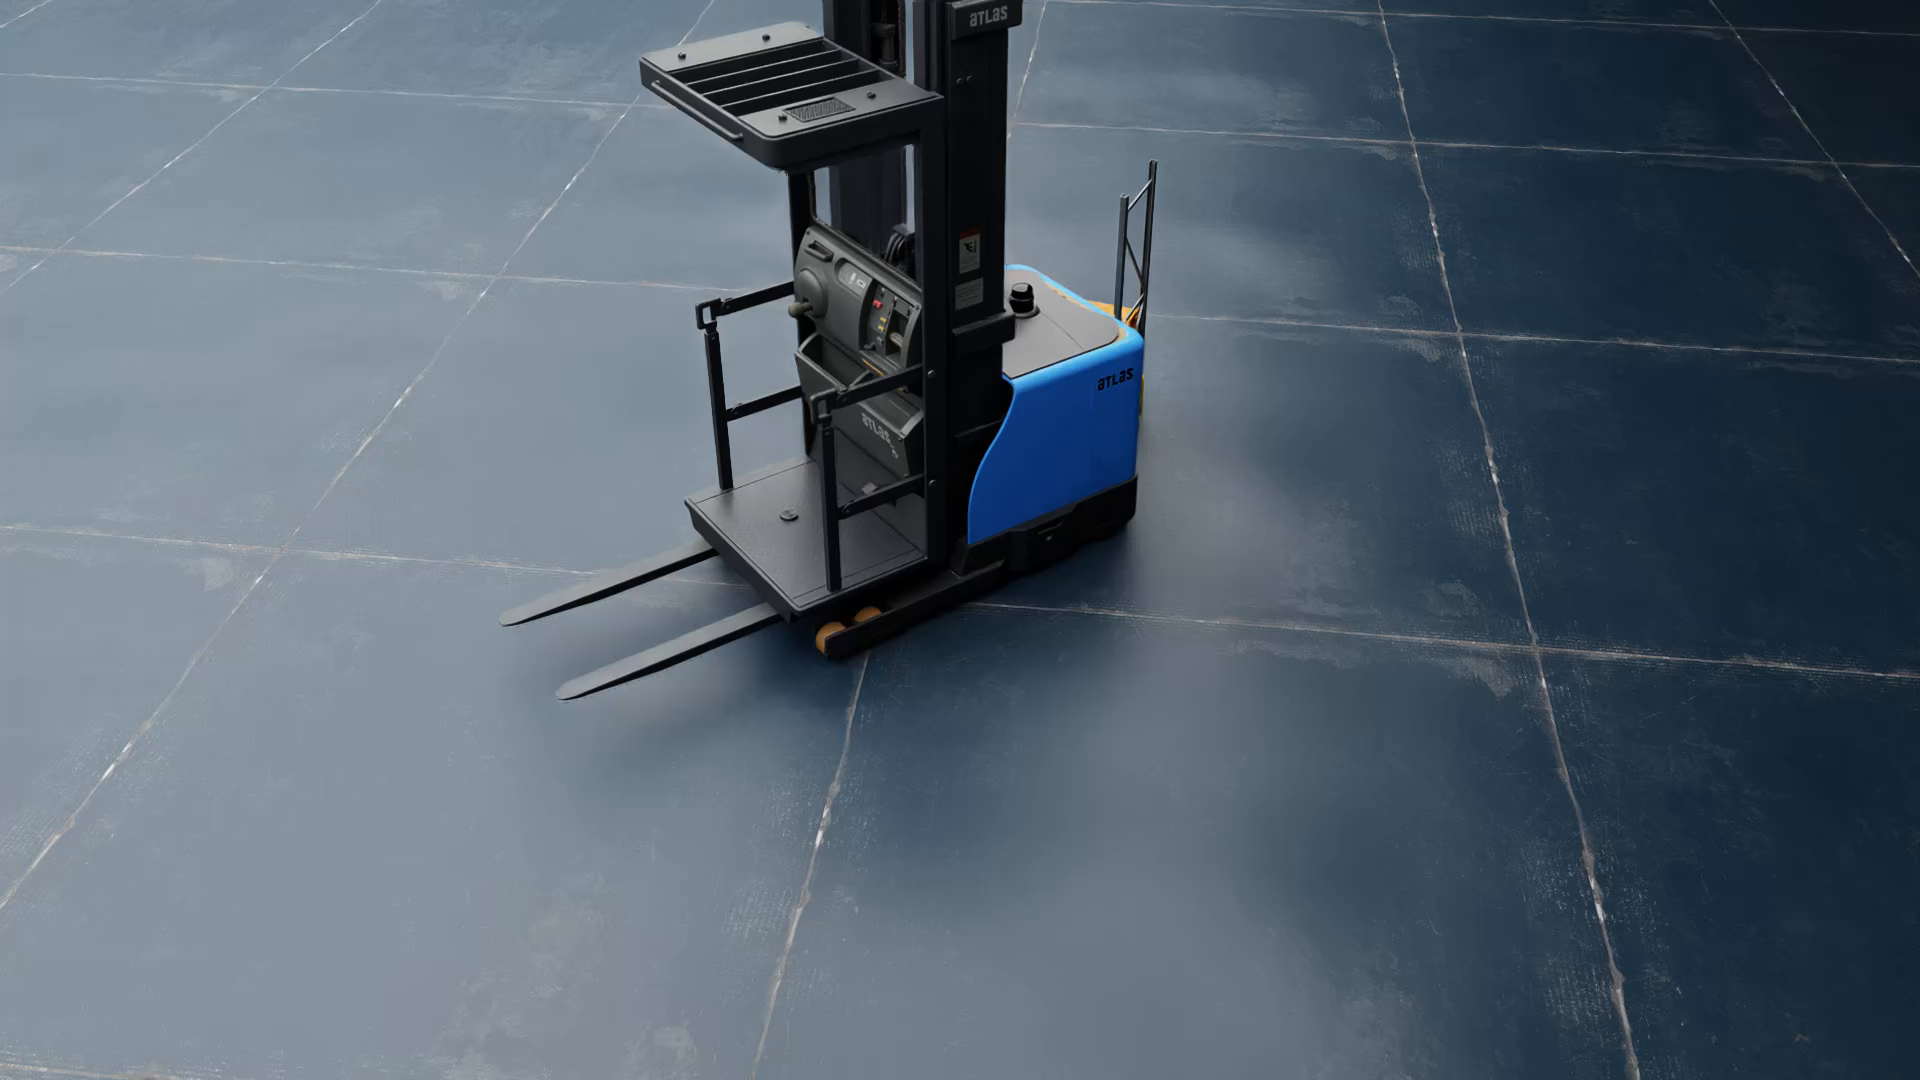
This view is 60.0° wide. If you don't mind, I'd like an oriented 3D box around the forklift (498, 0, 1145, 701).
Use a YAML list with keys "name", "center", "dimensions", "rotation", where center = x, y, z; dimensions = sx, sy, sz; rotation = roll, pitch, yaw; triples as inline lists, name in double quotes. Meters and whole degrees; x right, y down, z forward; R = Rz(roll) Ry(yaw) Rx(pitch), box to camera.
- name: "forklift"
  center: [-0.621, -1.007, 7.138]
  dimensions: [3.031, 2.935, 1.130]
  rotation: [-22, 41, -28]

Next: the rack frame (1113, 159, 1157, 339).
- name: "rack frame"
  center: [0.880, -1.166, 8.593]
  dimensions: [0.032, 1.500, 0.500]
  rotation: [14, 38, 18]

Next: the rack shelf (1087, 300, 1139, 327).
- name: "rack shelf"
  center: [0.411, -1.134, 8.858]
  dimensions: [1.000, 0.185, 0.538]
  rotation: [14, 38, 18]

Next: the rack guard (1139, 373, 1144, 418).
- name: "rack guard"
  center: [0.862, -0.662, 8.962]
  dimensions: [0.087, 0.250, 0.587]
  rotation: [14, 38, 18]

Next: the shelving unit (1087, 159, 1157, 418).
- name: "shelving unit"
  center: [0.403, -1.282, 8.756]
  dimensions: [1.083, 1.500, 0.587]
  rotation: [14, 38, 18]
